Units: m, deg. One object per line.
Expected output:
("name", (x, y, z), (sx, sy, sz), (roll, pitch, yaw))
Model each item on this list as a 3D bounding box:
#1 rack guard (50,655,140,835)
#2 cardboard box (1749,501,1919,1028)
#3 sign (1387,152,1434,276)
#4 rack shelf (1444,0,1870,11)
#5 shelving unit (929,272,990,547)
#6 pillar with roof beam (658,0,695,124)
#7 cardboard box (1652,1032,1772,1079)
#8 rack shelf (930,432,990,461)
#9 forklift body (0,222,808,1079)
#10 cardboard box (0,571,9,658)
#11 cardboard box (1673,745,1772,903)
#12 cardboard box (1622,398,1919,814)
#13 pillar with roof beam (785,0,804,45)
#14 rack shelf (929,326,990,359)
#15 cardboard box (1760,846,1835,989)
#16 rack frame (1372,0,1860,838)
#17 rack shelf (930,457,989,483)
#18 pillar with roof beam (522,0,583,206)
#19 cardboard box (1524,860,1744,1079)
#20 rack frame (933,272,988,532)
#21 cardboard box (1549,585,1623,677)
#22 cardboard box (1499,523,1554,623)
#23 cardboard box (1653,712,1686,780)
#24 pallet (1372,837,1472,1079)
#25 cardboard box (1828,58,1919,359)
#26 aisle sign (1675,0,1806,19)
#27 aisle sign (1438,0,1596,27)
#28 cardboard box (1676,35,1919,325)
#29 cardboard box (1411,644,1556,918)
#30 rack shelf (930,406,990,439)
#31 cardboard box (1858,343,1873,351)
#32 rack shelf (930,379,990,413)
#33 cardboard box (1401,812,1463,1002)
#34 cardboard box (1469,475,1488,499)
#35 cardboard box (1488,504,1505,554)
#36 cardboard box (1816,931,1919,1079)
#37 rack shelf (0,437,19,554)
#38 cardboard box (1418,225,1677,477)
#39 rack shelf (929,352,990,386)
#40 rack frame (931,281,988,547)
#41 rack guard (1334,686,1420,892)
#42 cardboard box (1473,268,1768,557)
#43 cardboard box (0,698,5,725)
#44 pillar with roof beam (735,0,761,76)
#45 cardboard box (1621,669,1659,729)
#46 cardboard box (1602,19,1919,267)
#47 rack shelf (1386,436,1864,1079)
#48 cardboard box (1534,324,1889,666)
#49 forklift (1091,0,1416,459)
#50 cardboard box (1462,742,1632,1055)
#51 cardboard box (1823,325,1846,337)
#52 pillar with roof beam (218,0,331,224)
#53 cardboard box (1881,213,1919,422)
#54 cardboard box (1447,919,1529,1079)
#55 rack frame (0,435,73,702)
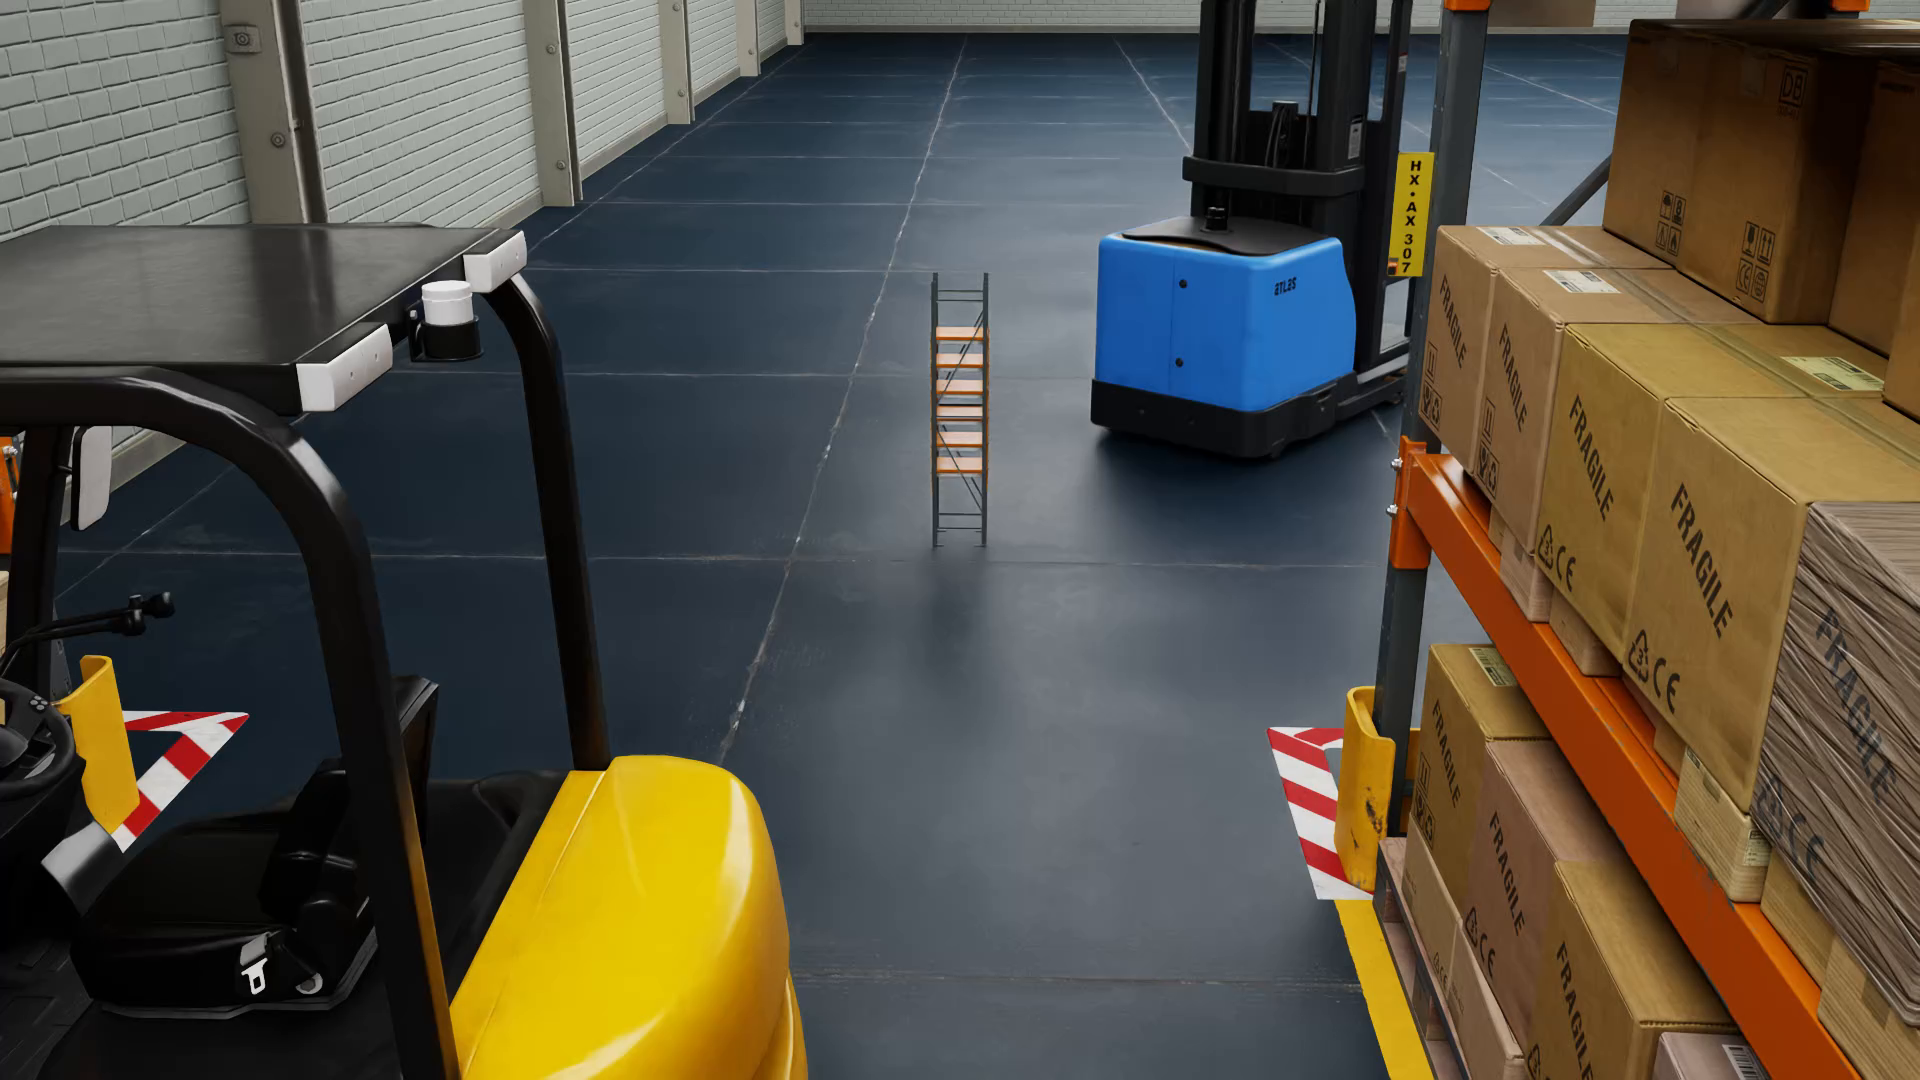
("rack guard", (-3.222, 0.652, 5.157), (1.175, 0.500, 0.348), (1, 21, 2))
("cardboard box", (1.402, 0.273, 2.130), (0.500, 0.500, 0.500), (1, 21, 3))
("sign", (1.196, -0.861, 4.404), (0.100, 0.325, 0.005), (1, 21, 2))
("rack shelf", (1.678, -0.791, 2.269), (1.077, 0.370, 4.000), (1, 21, 2))
("shelving unit", (0.000, -0.565, 7.325), (0.258, 1.200, 0.189), (1, 21, 2))
("pillar with roof beam", (0.705, -9.520, 19.625), (9.100, 9.000, 0.400), (1, 21, 2))
("cardboard box", (1.395, 1.146, 2.612), (0.500, 0.500, 0.500), (2, 21, 4))
("rack shelf", (0.000, -0.411, 7.385), (0.258, 0.103, 0.180), (1, 21, 2))
("forklift body", (-1.457, 0.597, 3.017), (2.313, 2.155, 1.214), (1, 21, 2))
("cardboard box", (-2.925, 0.285, 4.485), (0.500, 0.250, 0.500), (1, 21, 3))
("cardboard box", (1.359, 0.440, 2.596), (0.380, 0.149, 0.250), (1, 21, 2))
("cardboard box", (1.413, 0.087, 2.608), (0.500, 0.500, 0.500), (0, 21, 1))
("pillar with roof beam", (1.070, -13.859, 30.807), (9.100, 9.000, 0.400), (1, 21, 2))
("rack shelf", (0.000, -0.859, 7.211), (0.258, 0.103, 0.180), (1, 21, 2))
("cardboard box", (1.387, 0.533, 2.356), (0.380, 0.149, 0.250), (0, 21, 1))
("rack frame", (1.738, -0.451, 4.545), (1.000, 3.000, 0.127), (1, 21, 2))
("rack shelf", (0.000, -0.299, 7.428), (0.258, 0.103, 0.180), (1, 21, 2))
("pillar with roof beam", (0.523, -7.351, 14.034), (9.100, 9.000, 0.400), (1, 21, 2))
("cardboard box", (1.402, 0.953, 3.110), (0.500, 0.500, 0.500), (1, 21, 3))
("rack frame", (0.003, -0.598, 7.411), (0.240, 1.200, 0.006), (1, 21, 2))
("cardboard box", (1.411, 0.158, 3.322), (0.380, 0.149, 0.250), (1, 21, 3))
("cardboard box", (1.385, 0.064, 3.564), (0.380, 0.149, 0.250), (1, 21, 2))
("cardboard box", (1.425, 0.349, 2.829), (0.380, 0.149, 0.250), (0, 21, 0))
("pallet", (1.676, 1.170, 4.222), (1.003, 0.211, 1.213), (1, 21, 2))
("cardboard box", (2.006, -0.547, 2.860), (0.700, 0.500, 0.500), (0, 21, 1))
("aisle sign", (2.030, -1.682, 4.124), (0.394, 0.787, 0.004), (1, 21, 2))
("aisle sign", (1.430, -1.689, 4.141), (0.394, 0.787, 0.004), (1, 21, 2))
("cardboard box", (1.918, -0.733, 3.339), (0.700, 0.500, 0.500), (1, 21, 2))
("cardboard box", (1.437, 0.583, 4.065), (0.500, 0.500, 0.500), (0, 21, 0))
("rack shelf", (0.000, -0.523, 7.341), (0.258, 0.103, 0.180), (1, 21, 2))
("cardboard box", (1.959, -0.075, 3.027), (0.500, 0.500, 0.500), (1, 21, 1))
("rack shelf", (0.000, -0.635, 7.298), (0.258, 0.103, 0.180), (1, 21, 2))
("cardboard box", (1.437, 0.924, 4.223), (0.500, 0.250, 0.500), (0, 21, 1))
("cardboard box", (1.521, -0.213, 4.280), (0.380, 0.149, 0.250), (1, 21, 2))
("cardboard box", (1.439, -0.027, 3.799), (0.380, 0.149, 0.250), (0, 21, 0))
("cardboard box", (1.350, 0.625, 2.118), (0.380, 0.149, 0.250), (0, 21, 1))
("rack shelf", (-3.284, 0.554, 2.949), (1.077, 0.370, 4.000), (1, 21, 2))
("cardboard box", (1.447, -0.468, 4.040), (0.500, 0.500, 0.500), (0, 21, 1))
("rack shelf", (0.000, -0.747, 7.255), (0.258, 0.103, 0.180), (1, 21, 2))
("rack frame", (-0.002, -0.532, 7.240), (0.240, 1.200, 0.006), (1, 21, 2))
("rack guard", (1.736, 0.742, 4.926), (1.175, 0.500, 0.348), (1, 21, 2))
("cardboard box", (1.434, -0.281, 3.557), (0.500, 0.500, 0.500), (1, 21, 3))
("cardboard box", (-2.925, 0.528, 4.551), (0.500, 0.250, 0.500), (0, 21, 1))
("pillar with roof beam", (0.888, -11.690, 25.216), (9.100, 9.000, 0.400), (1, 21, 2))
("cardboard box", (1.463, 0.254, 3.074), (0.380, 0.149, 0.250), (1, 21, 3))
("cardboard box", (1.941, -0.915, 3.810), (0.700, 0.500, 0.500), (0, 21, 0))
("rack shelf", (1.678, 0.607, 2.811), (1.077, 0.370, 4.000), (1, 21, 2))
("cardboard box", (1.420, -0.097, 3.082), (0.500, 0.500, 0.500), (0, 21, 1))
("forklift", (2.029, -2.240, 9.251), (1.130, 2.935, 3.031), (17, 27, 36))
("cardboard box", (1.426, 0.772, 3.577), (0.500, 0.500, 0.500), (0, 21, 0))
("cardboard box", (1.977, -0.256, 3.493), (0.500, 0.500, 0.500), (1, 21, 2))
("pillar with roof beam", (0.340, -5.181, 8.443), (9.100, 9.000, 0.400), (1, 21, 2))
("cardboard box", (1.852, -0.368, 2.399), (0.700, 0.500, 0.500), (1, 21, 1))
("cardboard box", (1.414, 1.108, 3.747), (0.500, 0.250, 0.500), (1, 21, 4))
("rack frame", (-3.223, -0.504, 4.682), (1.000, 3.000, 0.127), (1, 21, 2))
